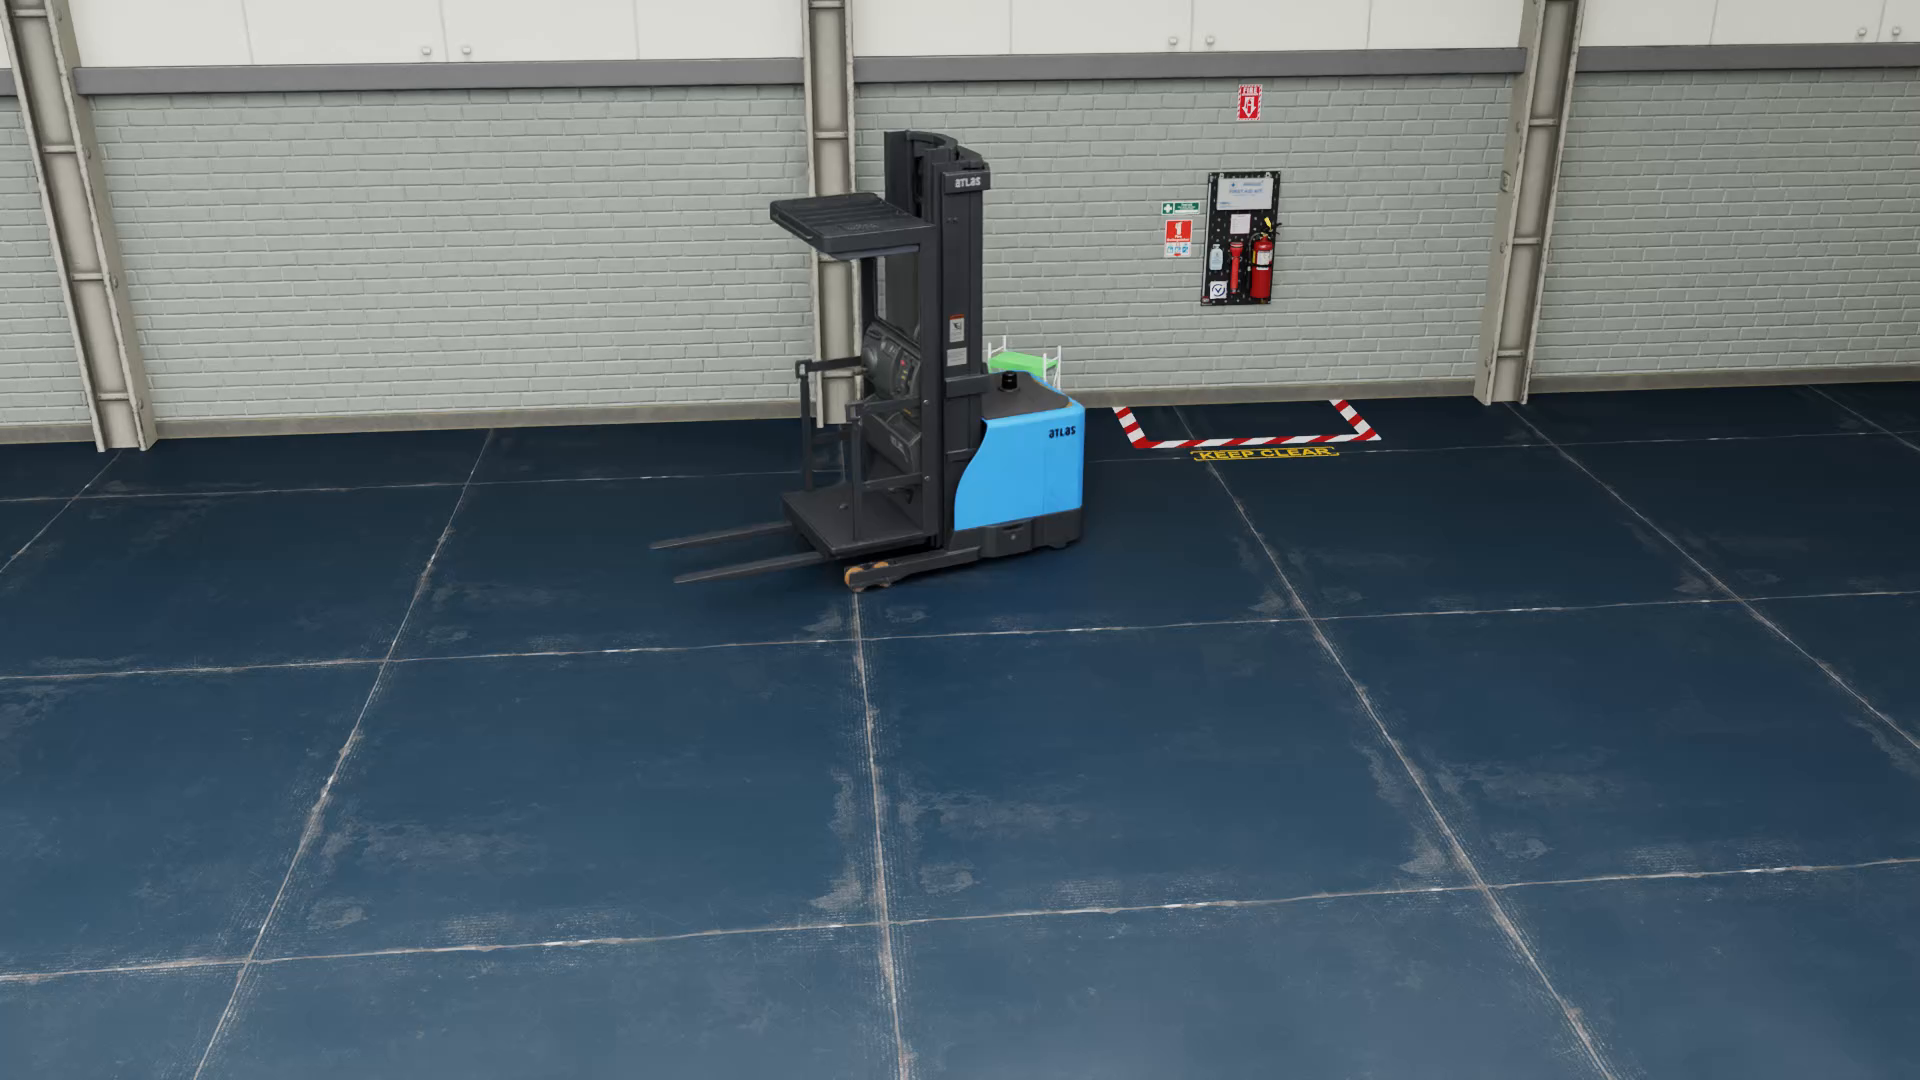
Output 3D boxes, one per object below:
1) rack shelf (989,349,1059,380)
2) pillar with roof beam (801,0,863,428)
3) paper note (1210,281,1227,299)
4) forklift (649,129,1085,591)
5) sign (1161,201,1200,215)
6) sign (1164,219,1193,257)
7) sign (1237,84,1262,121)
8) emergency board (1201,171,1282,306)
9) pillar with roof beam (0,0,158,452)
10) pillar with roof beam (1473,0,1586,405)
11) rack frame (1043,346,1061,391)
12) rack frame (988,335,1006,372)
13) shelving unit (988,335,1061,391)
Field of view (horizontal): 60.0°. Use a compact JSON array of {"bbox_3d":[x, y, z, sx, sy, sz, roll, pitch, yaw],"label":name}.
[{"bbox_3d":[0.489,-1.318,12.714,0.480,0.148,0.258,15,28,30],"label":"rack shelf"},{"bbox_3d":[-0.637,-3.418,8.860,0.400,9.000,9.100,-2,24,-5],"label":"pillar with roof beam"},{"bbox_3d":[2.265,-2.191,14.571,0.142,0.148,0.016,-2,24,-5],"label":"paper note"},{"bbox_3d":[-0.659,-1.230,11.409,3.031,2.935,1.130,-11,26,-22],"label":"forklift"},{"bbox_3d":[1.893,-2.847,14.267,0.331,0.109,0.001,-2,24,-5],"label":"sign"},{"bbox_3d":[1.888,-2.609,14.382,0.234,0.329,0.001,-2,24,-5],"label":"sign"},{"bbox_3d":[2.430,-3.672,13.964,0.199,0.298,0.001,-2,24,-5],"label":"sign"},{"bbox_3d":[2.448,-2.573,14.345,0.643,1.169,0.194,-2,24,-5],"label":"emergency board"},{"bbox_3d":[-6.608,-3.178,8.321,0.400,9.000,9.100,-2,24,-5],"label":"pillar with roof beam"},{"bbox_3d":[5.334,-3.657,9.399,0.400,9.000,9.100,-2,24,-5],"label":"pillar with roof beam"},{"bbox_3d":[0.695,-0.885,12.763,0.015,1.200,0.240,15,28,30],"label":"rack frame"},{"bbox_3d":[0.284,-0.992,13.004,0.015,1.200,0.240,15,28,30],"label":"rack frame"},{"bbox_3d":[0.489,-0.938,12.883,0.503,1.200,0.258,15,28,30],"label":"shelving unit"}]
